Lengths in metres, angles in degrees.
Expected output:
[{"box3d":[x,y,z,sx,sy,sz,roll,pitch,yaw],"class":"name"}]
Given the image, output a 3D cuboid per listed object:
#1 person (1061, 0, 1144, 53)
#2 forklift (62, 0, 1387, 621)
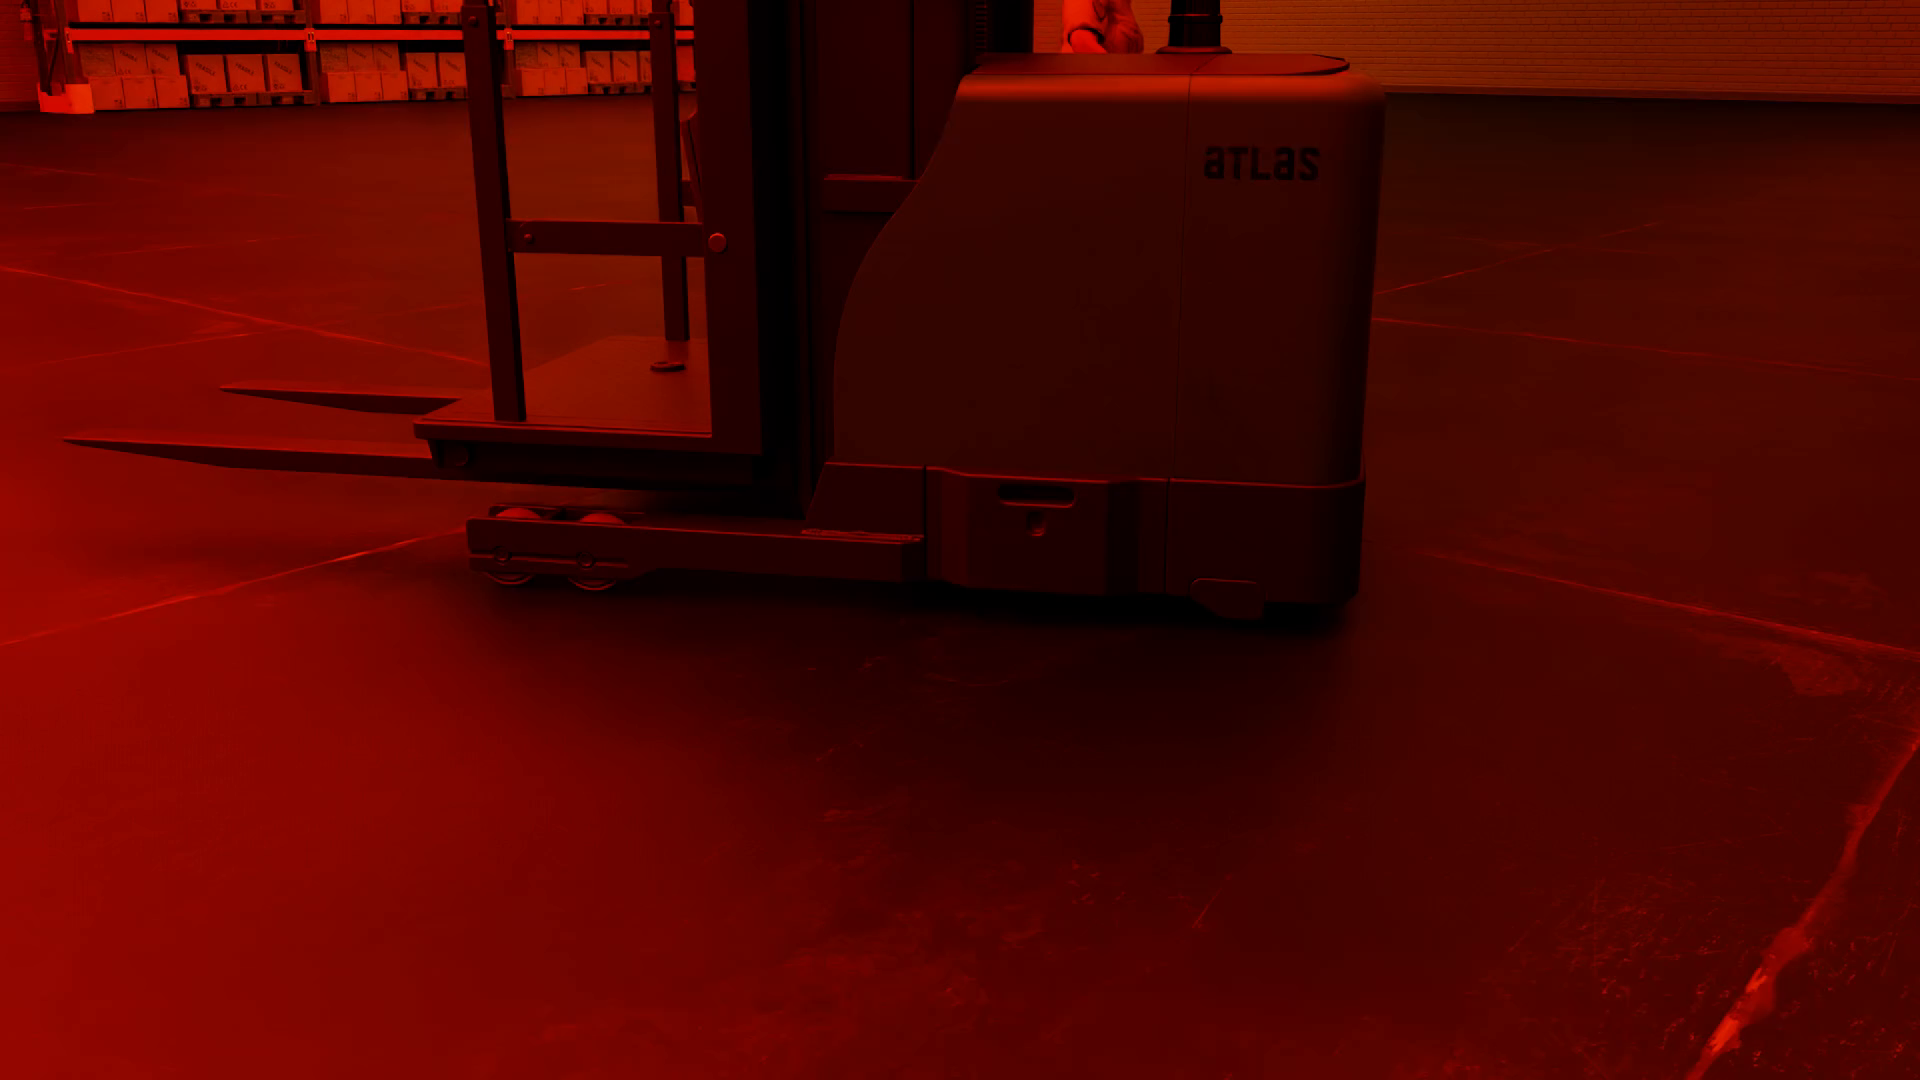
[{"box3d":[0.593,-1.363,5.780,0.550,1.609,0.719,1,17,2],"class":"person"},{"box3d":[-0.598,-1.438,3.633,3.031,2.935,1.130,3,17,11],"class":"forklift"}]
